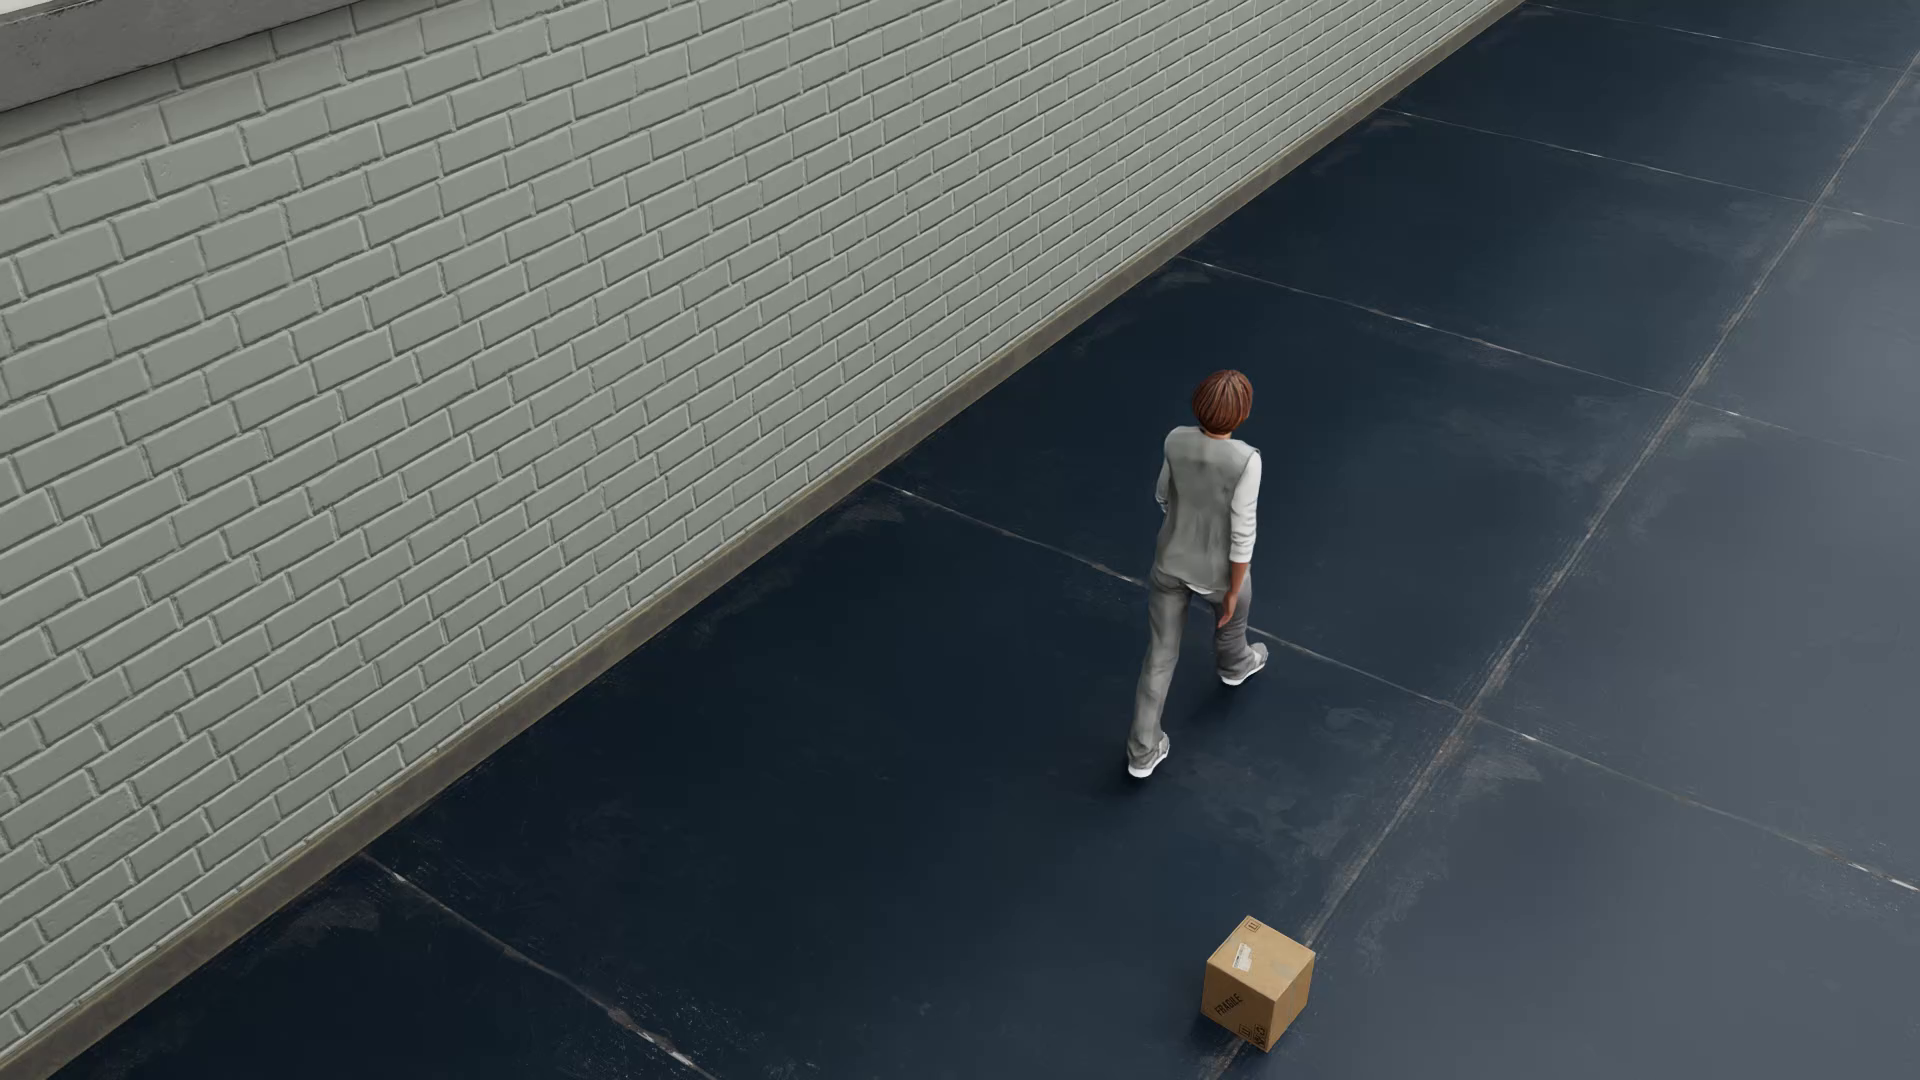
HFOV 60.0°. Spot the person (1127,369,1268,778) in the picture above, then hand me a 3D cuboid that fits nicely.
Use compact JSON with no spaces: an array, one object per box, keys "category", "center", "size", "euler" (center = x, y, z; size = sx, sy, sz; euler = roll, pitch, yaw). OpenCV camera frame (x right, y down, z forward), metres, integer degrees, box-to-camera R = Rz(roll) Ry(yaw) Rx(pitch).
[{"category":"person","center":[0.893,0.055,6.069],"size":[0.444,1.519,0.978],"euler":[18,39,23]}]
